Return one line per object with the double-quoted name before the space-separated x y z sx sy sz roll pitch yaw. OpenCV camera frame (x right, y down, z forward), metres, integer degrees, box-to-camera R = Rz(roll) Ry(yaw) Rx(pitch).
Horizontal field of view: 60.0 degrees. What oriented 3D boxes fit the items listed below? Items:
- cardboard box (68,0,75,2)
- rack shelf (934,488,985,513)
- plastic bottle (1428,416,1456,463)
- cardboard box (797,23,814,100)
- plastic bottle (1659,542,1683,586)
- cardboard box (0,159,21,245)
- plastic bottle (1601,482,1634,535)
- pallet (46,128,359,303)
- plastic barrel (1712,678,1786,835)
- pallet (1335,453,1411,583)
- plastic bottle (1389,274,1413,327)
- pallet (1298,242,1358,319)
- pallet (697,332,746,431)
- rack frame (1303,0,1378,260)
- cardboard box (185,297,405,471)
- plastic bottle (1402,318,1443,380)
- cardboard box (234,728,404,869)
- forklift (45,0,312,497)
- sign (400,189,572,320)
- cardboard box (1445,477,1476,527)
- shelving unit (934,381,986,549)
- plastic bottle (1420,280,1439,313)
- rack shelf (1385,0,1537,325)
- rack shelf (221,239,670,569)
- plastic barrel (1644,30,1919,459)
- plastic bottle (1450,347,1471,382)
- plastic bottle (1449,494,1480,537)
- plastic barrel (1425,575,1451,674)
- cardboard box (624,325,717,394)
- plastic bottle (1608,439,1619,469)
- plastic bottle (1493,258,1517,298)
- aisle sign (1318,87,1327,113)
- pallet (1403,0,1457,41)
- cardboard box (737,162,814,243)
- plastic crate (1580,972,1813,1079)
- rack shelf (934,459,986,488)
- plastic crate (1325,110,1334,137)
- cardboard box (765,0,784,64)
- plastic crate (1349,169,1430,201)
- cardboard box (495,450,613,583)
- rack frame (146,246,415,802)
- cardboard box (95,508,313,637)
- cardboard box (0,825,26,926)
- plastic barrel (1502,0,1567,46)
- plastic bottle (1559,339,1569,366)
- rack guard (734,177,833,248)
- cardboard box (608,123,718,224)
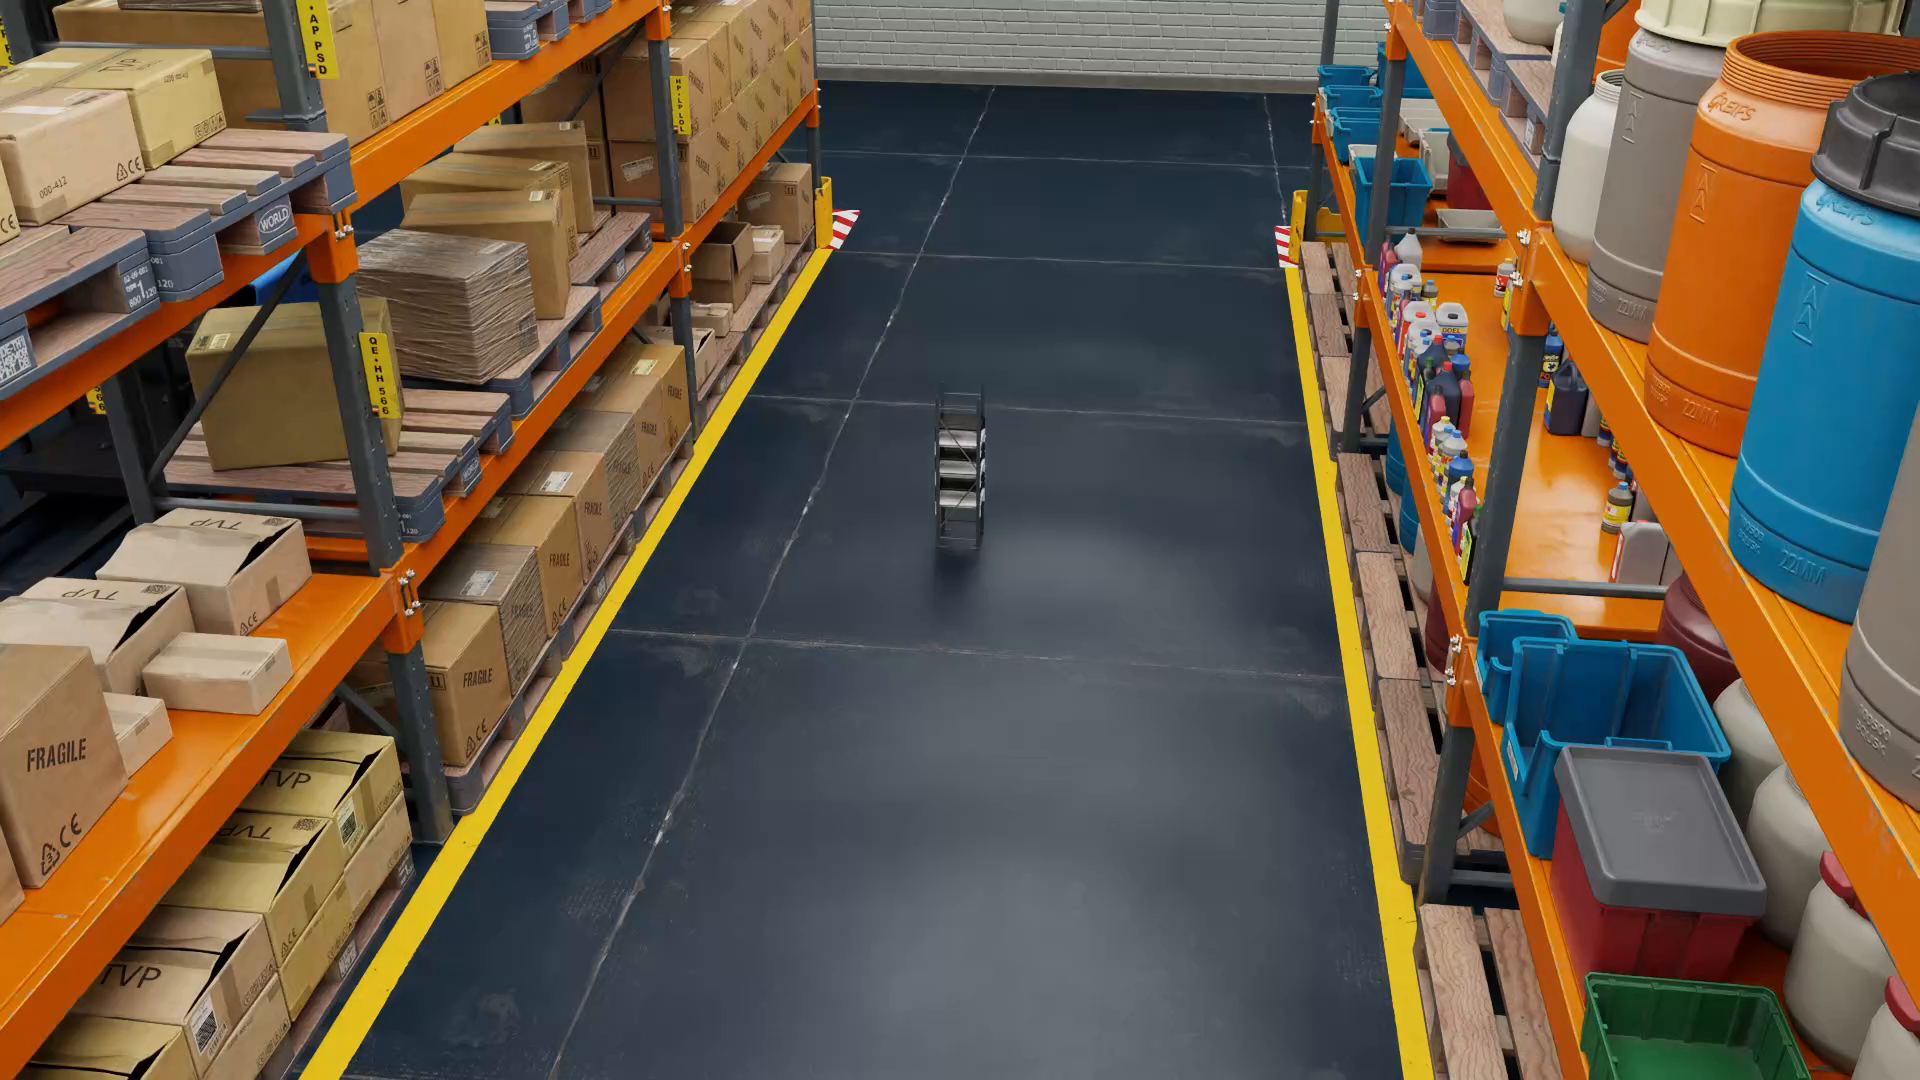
"cardboard box" -6.696 -3.708 12.653 0.980 0.700 0.700 3 28 6
"rack shelf" 0.001 -0.212 9.145 0.258 0.077 0.200 3 28 6
"plastic bottle" 2.057 -0.428 7.092 0.097 0.201 0.097 0 28 0
"cardboard box" -1.434 -3.691 12.833 0.500 0.500 0.500 4 29 8
"plastic bottle" 2.660 0.052 6.122 0.152 0.276 0.135 3 28 6
"cardboard box" -2.756 -0.814 4.151 0.500 0.250 0.500 3 28 5
"plastic bottle" 2.591 -0.132 6.541 0.097 0.201 0.097 0 28 0
"pallet" -2.624 -1.020 5.018 1.213 0.211 1.003 5 29 9
"plastic barrel" 2.372 0.629 4.801 0.421 0.512 0.421 0 28 0
"pallet" 2.641 -0.112 9.236 1.003 0.211 1.213 3 28 6
"plastic bottle" 2.256 -1.223 8.494 0.097 0.271 0.097 0 28 0
"pallet" 3.127 -1.970 12.684 1.003 0.211 1.213 3 28 6
"pallet" -2.054 -1.086 11.043 1.003 0.211 1.213 3 28 6
"rack frame" 3.267 -3.584 12.739 1.000 3.000 0.127 3 28 6
"cardboard box" -2.664 -0.639 6.726 0.700 0.500 0.500 -6 29 -11
"plastic bottle" 2.200 -0.905 7.899 0.152 0.276 0.135 3 28 6
"cardboard box" -2.449 0.932 6.222 0.500 0.311 0.500 4 29 8
"forklift" -5.992 -1.049 8.107 3.258 2.935 5.519 4 29 7
"sign" -2.294 -1.384 8.108 0.804 0.500 0.661 3 28 6
"cardboard box" -0.736 1.029 5.536 5.055 1.291 3.820 4 29 7
"shelving unit" 0.001 -0.400 9.044 0.258 0.900 0.210 3 28 6
"plastic bottle" 2.423 -1.247 8.611 0.097 0.201 0.097 0 28 0
"rack shelf" 2.532 -1.763 6.956 1.077 0.370 4.000 3 28 6
"rack shelf" -2.384 -0.818 8.159 0.919 0.124 3.809 3 28 6
"plastic barrel" 1.890 -0.646 3.671 0.600 0.830 0.708 3 28 6
"plastic bottle" 2.278 -0.750 7.616 0.098 0.271 0.098 0 28 0
"plastic bottle" 1.973 -0.108 6.497 0.097 0.201 0.097 0 28 0
"plastic barrel" 2.468 0.296 7.638 0.600 0.588 0.708 3 28 6
"cardboard box" -1.873 -1.185 10.659 0.500 0.311 0.500 3 28 6
"plastic bottle" 2.815 -0.434 7.029 0.097 0.271 0.097 0 28 0
"plastic bottle" 2.923 -1.408 8.910 0.097 0.201 0.097 0 28 0
"aisle sign" 2.788 -3.251 12.336 0.250 0.136 0.298 3 28 6
"pallet" 2.778 -2.564 7.882 1.213 0.211 1.003 3 28 6
"cardboard box" -1.471 -2.696 13.264 0.500 0.500 0.500 3 28 6
"plastic crate" 1.730 1.322 3.857 0.450 0.188 0.662 3 28 6
"rack shelf" 0.001 -0.371 9.059 0.258 0.077 0.200 3 28 6
"plastic crate" 2.705 -2.931 11.743 0.250 0.136 0.298 3 28 6
"cardboard box" -1.550 -3.650 11.703 0.500 0.500 0.500 4 29 8
"plastic crate" 2.647 -2.149 10.302 0.437 0.125 0.590 3 28 6
"cardboard box" -2.106 -0.127 8.495 0.500 0.500 0.500 2 28 4
"rack frame" -2.632 -0.108 6.287 0.949 2.616 0.053 3 28 6
"cardboard box" -2.717 0.100 5.995 0.500 0.311 0.500 5 29 9
"cardboard box" -2.883 0.887 4.336 0.500 0.500 0.500 3 28 6
"plastic barrel" 2.354 -2.227 6.472 0.433 0.535 0.433 0 28 0
"plastic bottle" 2.898 -0.860 7.815 0.152 0.276 0.135 3 28 6
"rack guard" -1.658 -2.737 13.803 1.175 0.500 0.348 3 28 6
"cardboard box" -1.806 -2.259 10.174 0.500 0.500 0.500 4 29 8
